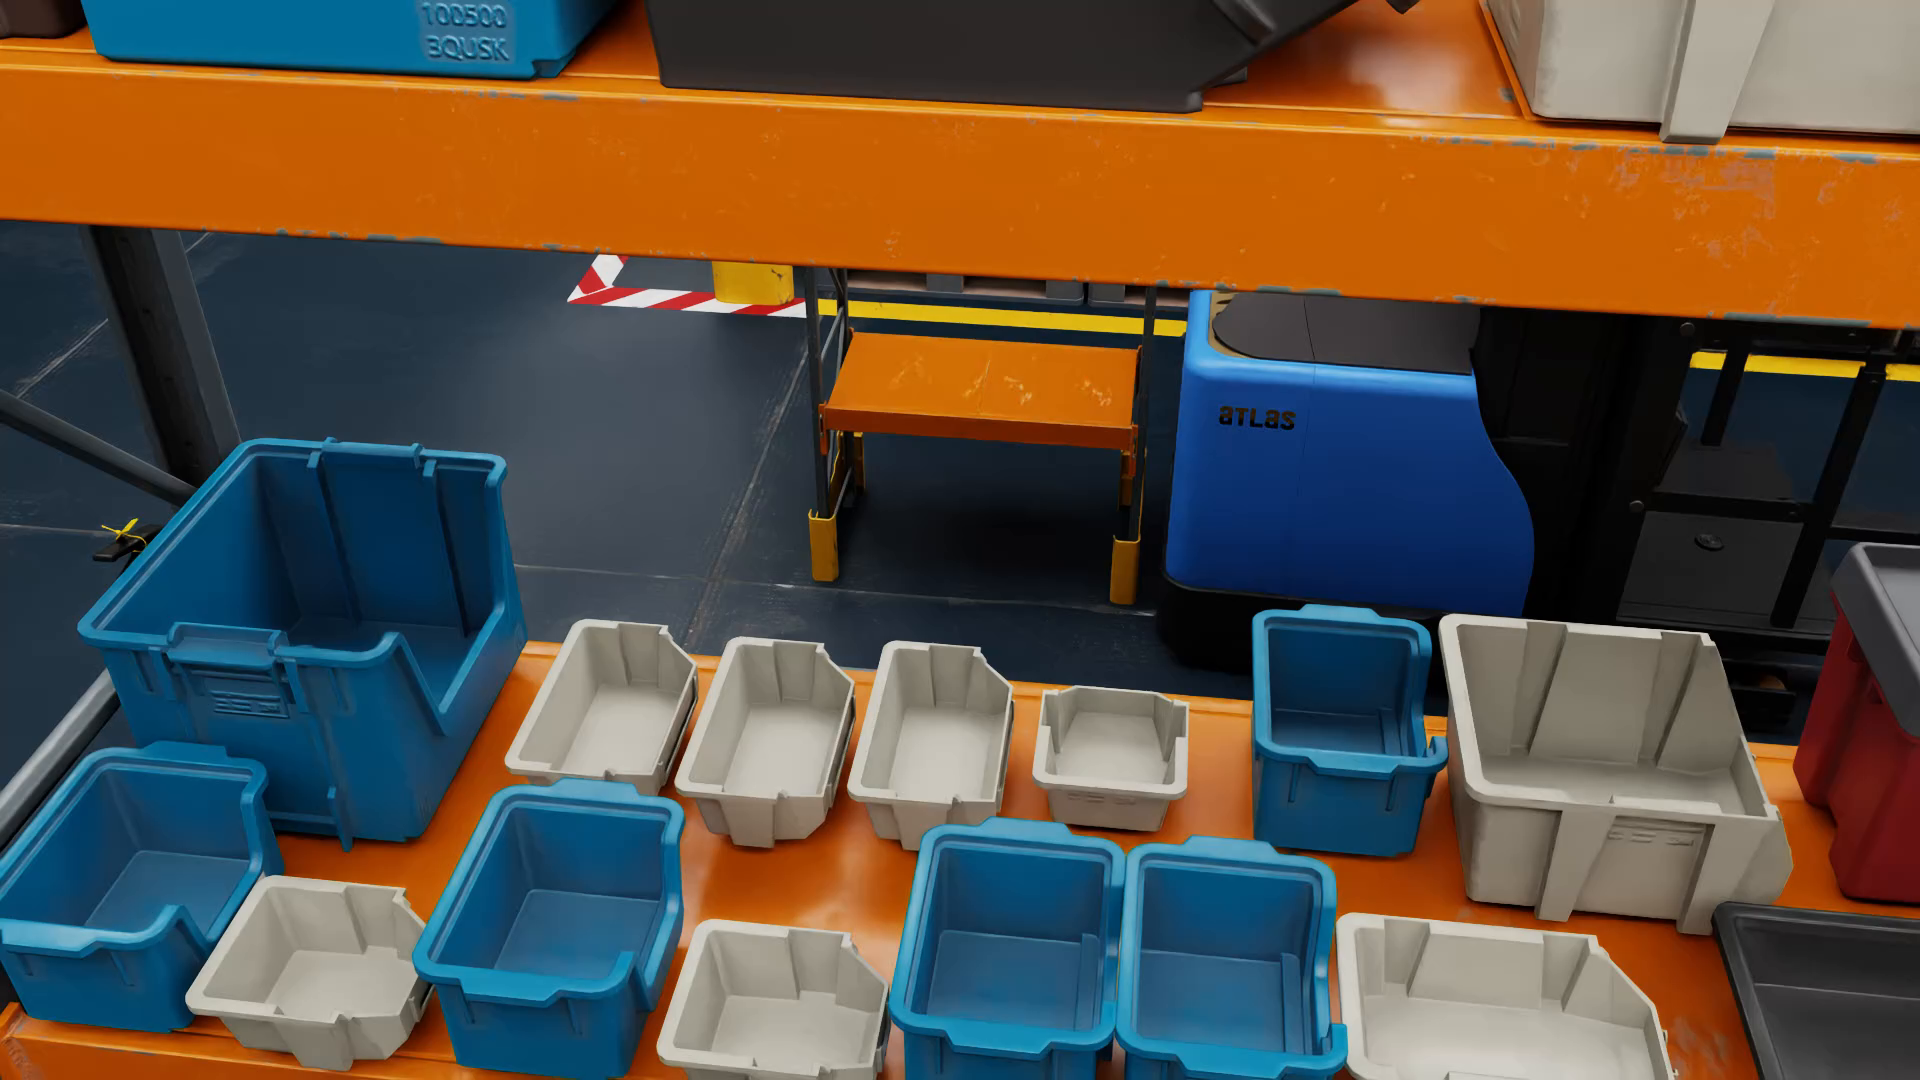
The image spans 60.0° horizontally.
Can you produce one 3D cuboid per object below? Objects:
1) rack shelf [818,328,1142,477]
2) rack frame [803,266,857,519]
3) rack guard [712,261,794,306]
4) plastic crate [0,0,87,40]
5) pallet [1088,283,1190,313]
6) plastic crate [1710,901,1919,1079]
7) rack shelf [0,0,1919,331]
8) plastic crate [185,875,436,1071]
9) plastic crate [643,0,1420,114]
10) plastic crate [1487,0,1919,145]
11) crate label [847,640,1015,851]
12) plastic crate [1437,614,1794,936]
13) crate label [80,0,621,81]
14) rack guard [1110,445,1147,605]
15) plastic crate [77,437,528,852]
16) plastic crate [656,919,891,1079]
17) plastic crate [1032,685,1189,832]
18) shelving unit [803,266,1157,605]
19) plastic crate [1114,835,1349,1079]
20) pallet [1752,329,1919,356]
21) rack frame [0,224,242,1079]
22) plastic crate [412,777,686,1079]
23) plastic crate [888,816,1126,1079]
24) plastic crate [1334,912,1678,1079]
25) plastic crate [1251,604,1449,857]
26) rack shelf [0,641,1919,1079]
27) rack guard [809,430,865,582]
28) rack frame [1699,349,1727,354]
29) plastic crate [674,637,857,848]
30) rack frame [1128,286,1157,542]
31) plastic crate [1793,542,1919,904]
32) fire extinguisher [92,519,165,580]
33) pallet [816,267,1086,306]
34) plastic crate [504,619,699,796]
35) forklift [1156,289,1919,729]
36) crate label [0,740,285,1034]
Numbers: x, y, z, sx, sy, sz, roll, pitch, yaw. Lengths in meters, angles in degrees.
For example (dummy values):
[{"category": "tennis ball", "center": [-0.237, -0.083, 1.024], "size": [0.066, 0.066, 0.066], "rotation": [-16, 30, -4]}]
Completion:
[{"category": "rack shelf", "center": [0.085, -0.458, 5.410], "size": [1.000, 0.185, 0.538], "rotation": [4, 36, 6]}, {"category": "rack frame", "center": [-0.420, -0.642, 5.358], "size": [0.032, 1.500, 0.500], "rotation": [4, 36, 6]}, {"category": "rack guard", "center": [-0.829, -1.557, 7.501], "size": [0.348, 0.500, 1.175], "rotation": [4, 36, 6]}, {"category": "plastic crate", "center": [-1.089, -0.697, 1.675], "size": [0.590, 0.269, 0.497], "rotation": [4, 36, 6]}, {"category": "pallet", "center": [1.205, -1.331, 7.434], "size": [1.213, 0.211, 1.003], "rotation": [4, 36, 6]}, {"category": "plastic crate", "center": [1.387, 0.737, 2.320], "size": [0.590, 0.125, 0.437], "rotation": [4, 36, 6]}, {"category": "rack shelf", "center": [0.548, -0.499, 1.904], "size": [4.000, 0.370, 1.077], "rotation": [4, 36, 6]}, {"category": "plastic crate", "center": [-0.925, 0.644, 2.441], "size": [0.298, 0.136, 0.250], "rotation": [4, 36, 6]}, {"category": "plastic crate", "center": [0.045, -0.643, 1.540], "size": [0.767, 0.338, 0.504], "rotation": [4, 36, 6]}, {"category": "plastic crate", "center": [0.723, -0.549, 1.457], "size": [0.530, 0.282, 0.437], "rotation": [4, 36, 6]}, {"category": "crate label", "center": [-0.039, 0.357, 2.843], "size": [0.243, 0.136, 0.396], "rotation": [4, 36, 6]}, {"category": "plastic crate", "center": [1.041, 0.382, 2.683], "size": [0.530, 0.282, 0.437], "rotation": [4, 36, 6]}, {"category": "crate label", "center": [-0.562, -0.624, 1.589], "size": [0.502, 0.251, 0.408], "rotation": [4, 36, 6]}, {"category": "rack guard", "center": [0.570, -0.059, 5.618], "size": [0.087, 0.250, 0.587], "rotation": [4, 36, 6]}, {"category": "plastic crate", "center": [-1.080, 0.160, 2.862], "size": [0.499, 0.435, 0.616], "rotation": [4, 36, 6]}, {"category": "plastic crate", "center": [-0.252, 0.694, 2.371], "size": [0.298, 0.136, 0.250], "rotation": [4, 36, 6]}, {"category": "plastic crate", "center": [0.257, 0.368, 2.828], "size": [0.250, 0.136, 0.298], "rotation": [4, 36, 6]}, {"category": "shelving unit", "center": [0.076, -0.605, 5.306], "size": [1.083, 1.500, 0.587], "rotation": [4, 36, 6]}, {"category": "plastic crate", "center": [0.371, 0.653, 2.346], "size": [0.300, 0.233, 0.416], "rotation": [4, 36, 6]}, {"category": "pallet", "center": [3.938, -1.128, 7.148], "size": [1.213, 0.211, 1.003], "rotation": [4, 36, 6]}, {"category": "rack frame", "center": [-1.436, 0.282, 2.773], "size": [0.127, 3.000, 1.000], "rotation": [4, 36, 6]}, {"category": "plastic crate", "center": [-0.580, 0.582, 2.445], "size": [0.300, 0.233, 0.416], "rotation": [4, 36, 6]}, {"category": "plastic crate", "center": [0.073, 0.631, 2.377], "size": [0.300, 0.233, 0.416], "rotation": [4, 36, 6]}, {"category": "plastic crate", "center": [0.766, 0.705, 2.356], "size": [0.466, 0.136, 0.293], "rotation": [4, 36, 6]}, {"category": "plastic crate", "center": [0.634, 0.329, 2.799], "size": [0.300, 0.233, 0.416], "rotation": [4, 36, 6]}, {"category": "rack shelf", "center": [0.548, 0.722, 2.775], "size": [4.000, 0.370, 1.077], "rotation": [4, 36, 6]}, {"category": "rack guard", "center": [-0.418, -0.133, 5.721], "size": [0.087, 0.250, 0.587], "rotation": [4, 36, 6]}, {"category": "rack frame", "center": [3.163, -2.276, 6.357], "size": [0.127, 3.000, 1.000], "rotation": [4, 36, 6]}, {"category": "plastic crate", "center": [-0.318, 0.350, 2.852], "size": [0.243, 0.136, 0.396], "rotation": [4, 36, 6]}, {"category": "rack frame", "center": [0.589, -0.567, 5.253], "size": [0.032, 1.500, 0.500], "rotation": [4, 36, 6]}, {"category": "plastic crate", "center": [1.678, 0.316, 2.618], "size": [0.583, 0.464, 0.402], "rotation": [4, 36, 6]}, {"category": "fire extinguisher", "center": [-1.527, 0.192, 3.287], "size": [0.183, 0.674, 0.296], "rotation": [4, 36, 6]}, {"category": "pallet", "center": [-0.002, -1.423, 7.562], "size": [1.213, 0.211, 1.003], "rotation": [4, 36, 6]}, {"category": "plastic crate", "center": [-0.604, 0.320, 2.894], "size": [0.243, 0.136, 0.396], "rotation": [4, 36, 6]}, {"category": "forklift", "center": [2.179, -0.963, 4.576], "size": [3.031, 2.935, 1.130], "rotation": [5, 36, 7]}, {"category": "crate label", "center": [-1.233, 0.533, 2.513], "size": [0.303, 0.233, 0.416], "rotation": [4, 36, 6]}]
